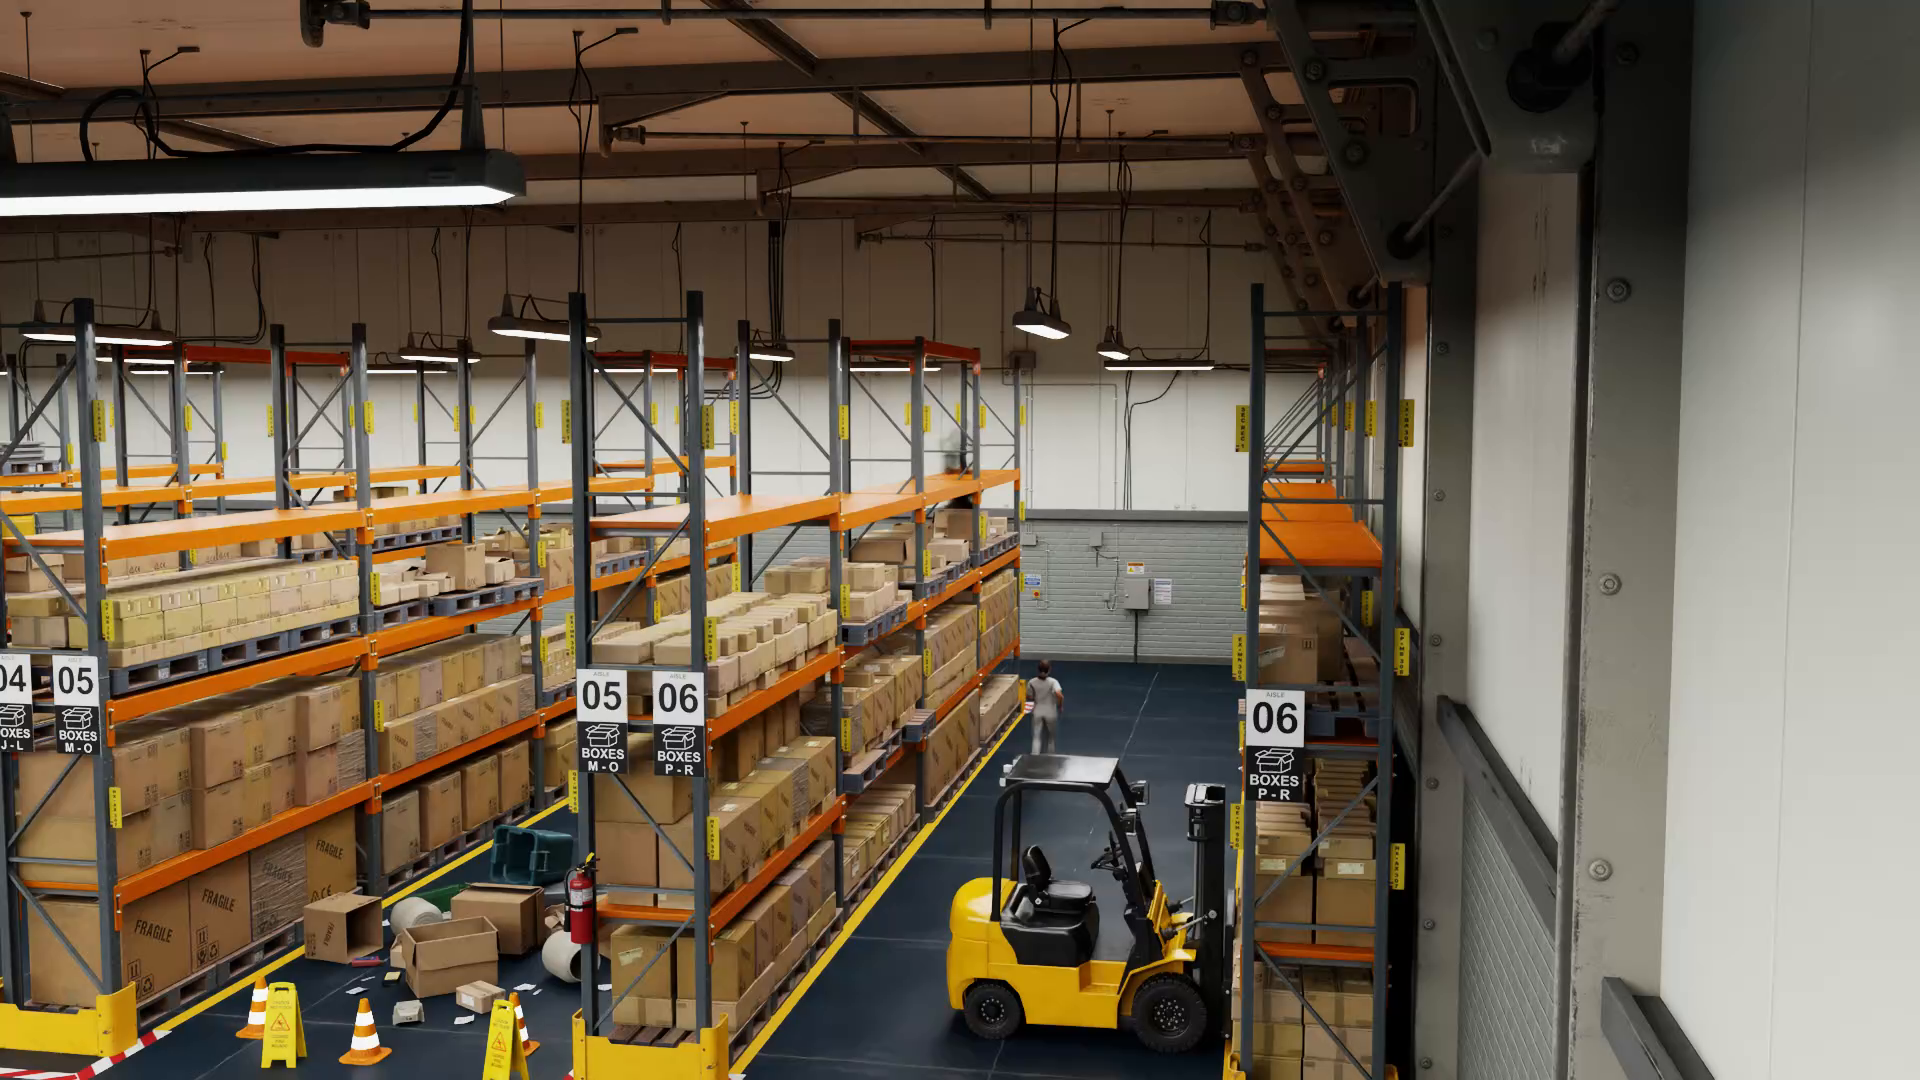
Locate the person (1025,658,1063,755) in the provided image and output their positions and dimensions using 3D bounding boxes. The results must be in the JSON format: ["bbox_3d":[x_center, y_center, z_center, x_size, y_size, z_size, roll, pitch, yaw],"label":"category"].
[{"bbox_3d":[1.172,2.460,23.020,0.565,1.646,0.970,1,5,11],"label":"person"}]
